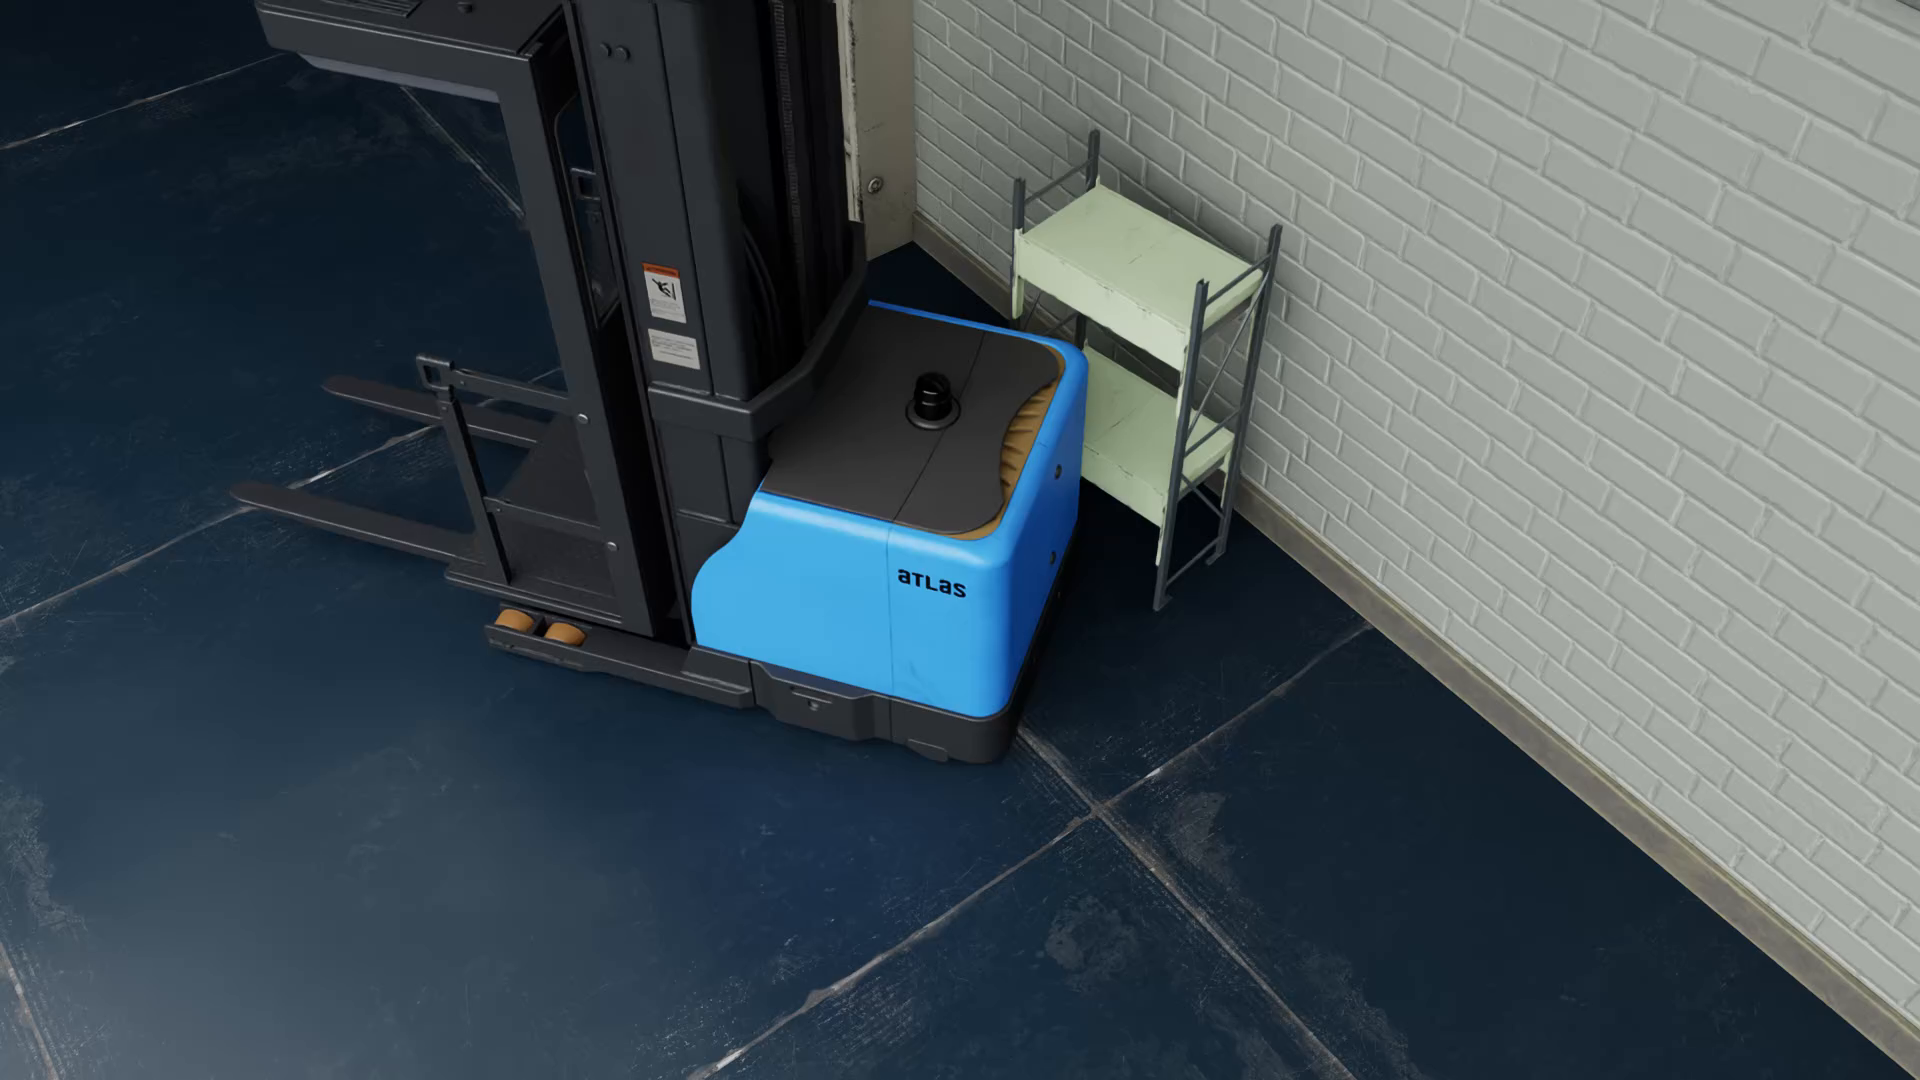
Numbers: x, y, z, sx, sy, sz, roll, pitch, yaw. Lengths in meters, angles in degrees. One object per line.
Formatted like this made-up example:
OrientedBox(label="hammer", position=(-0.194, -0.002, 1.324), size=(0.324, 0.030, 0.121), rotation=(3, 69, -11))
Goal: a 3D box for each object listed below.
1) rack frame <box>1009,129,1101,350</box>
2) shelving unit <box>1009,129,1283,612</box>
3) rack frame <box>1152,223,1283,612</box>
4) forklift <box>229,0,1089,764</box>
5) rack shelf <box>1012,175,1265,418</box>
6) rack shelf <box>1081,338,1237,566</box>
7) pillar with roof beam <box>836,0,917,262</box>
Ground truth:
OrientedBox(label="rack frame", position=(0.314, -0.731, 5.900), size=(0.023, 1.500, 0.400), rotation=(35, 57, 28))
OrientedBox(label="shelving unit", position=(0.579, -0.544, 5.730), size=(0.755, 1.500, 0.431), rotation=(35, 57, 28))
OrientedBox(label="rack frame", position=(0.844, -0.357, 5.561), size=(0.023, 1.500, 0.400), rotation=(35, 57, 28))
OrientedBox(label="forklift", position=(-1.144, -0.894, 5.082), size=(3.031, 2.935, 1.130), rotation=(14, 49, 12))
OrientedBox(label="rack shelf", position=(0.579, -0.806, 5.441), size=(0.720, 0.370, 0.431), rotation=(35, 57, 28))
OrientedBox(label="rack shelf", position=(0.578, -0.325, 5.972), size=(0.720, 0.370, 0.431), rotation=(35, 57, 28))
OrientedBox(label="pillar with roof beam", position=(-3.852, -2.502, 2.444), size=(9.100, 9.000, 0.400), rotation=(-29, 54, -24))
